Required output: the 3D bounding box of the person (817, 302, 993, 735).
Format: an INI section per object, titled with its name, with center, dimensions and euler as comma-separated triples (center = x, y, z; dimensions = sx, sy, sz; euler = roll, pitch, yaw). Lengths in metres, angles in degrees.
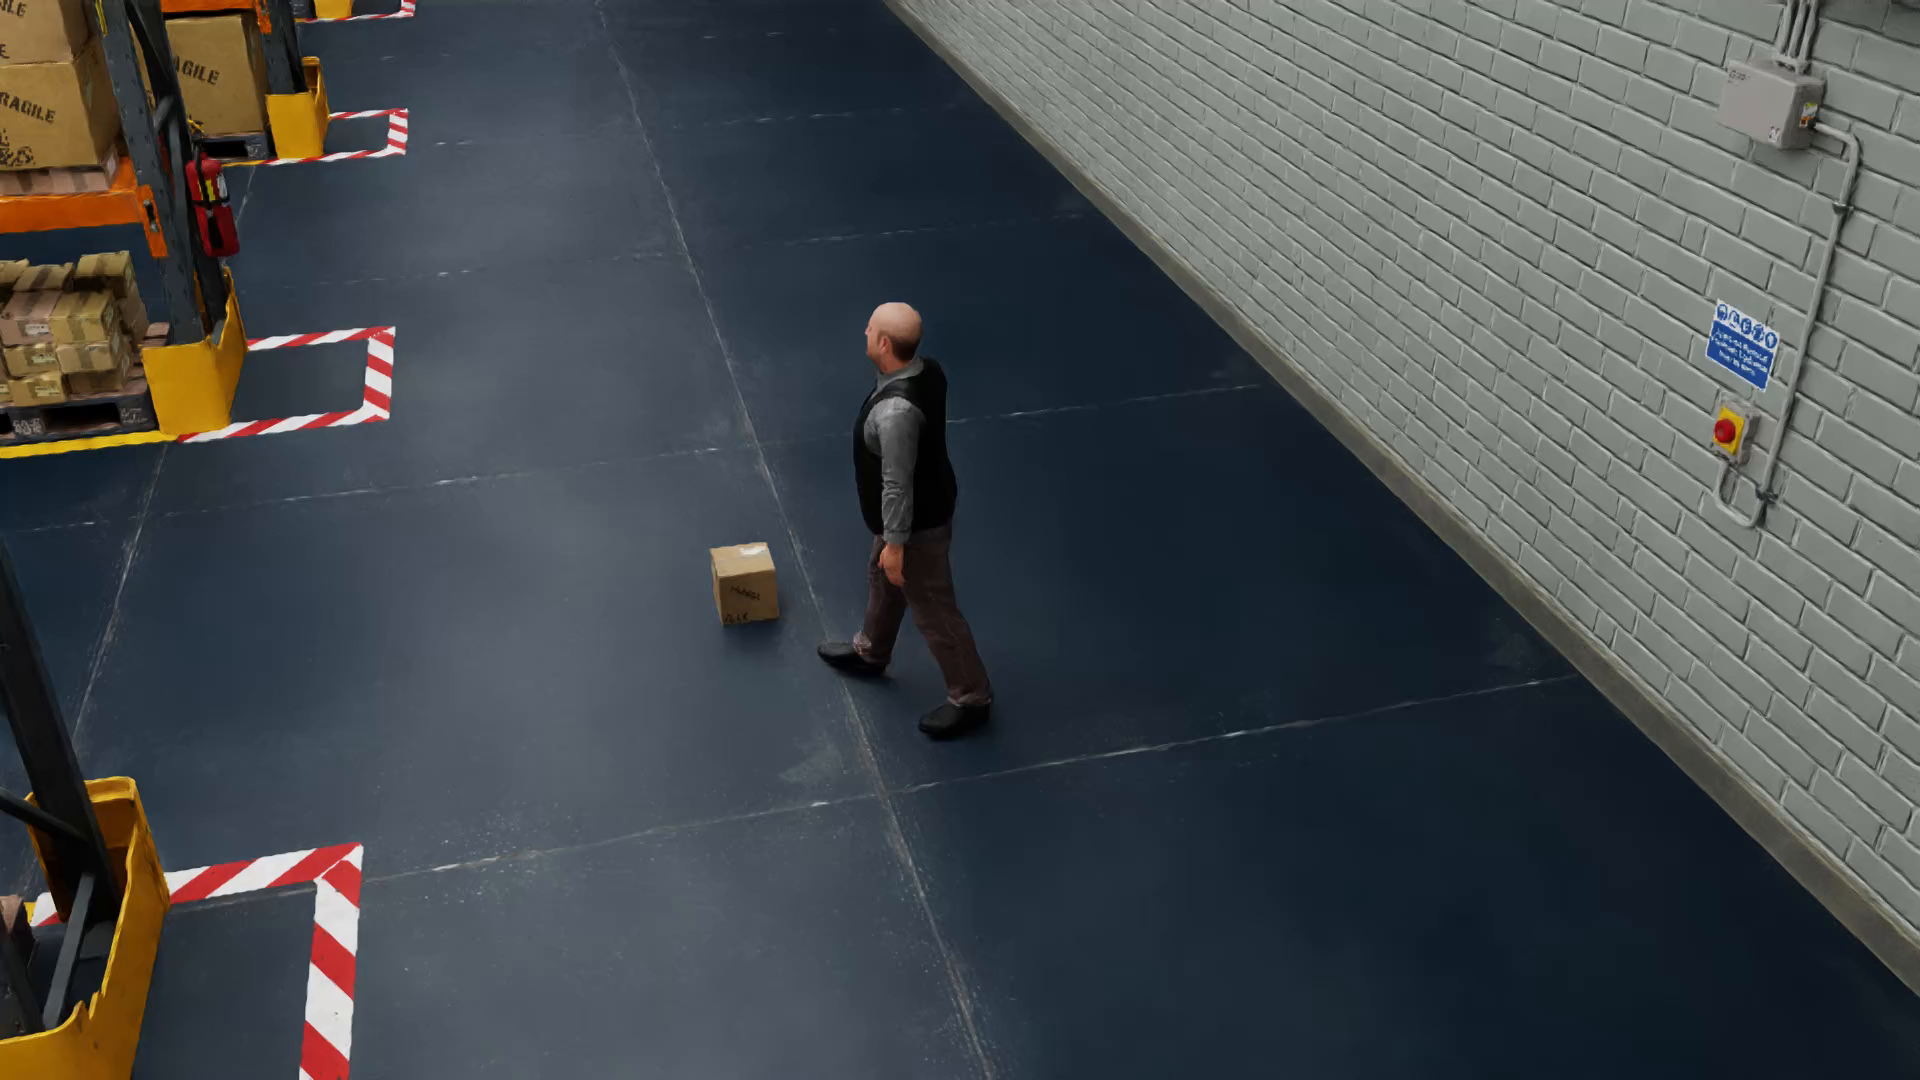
[person]
center = -0.239, -0.100, 6.309
dimensions = 0.765, 1.699, 0.612
euler = 3, 30, 5
